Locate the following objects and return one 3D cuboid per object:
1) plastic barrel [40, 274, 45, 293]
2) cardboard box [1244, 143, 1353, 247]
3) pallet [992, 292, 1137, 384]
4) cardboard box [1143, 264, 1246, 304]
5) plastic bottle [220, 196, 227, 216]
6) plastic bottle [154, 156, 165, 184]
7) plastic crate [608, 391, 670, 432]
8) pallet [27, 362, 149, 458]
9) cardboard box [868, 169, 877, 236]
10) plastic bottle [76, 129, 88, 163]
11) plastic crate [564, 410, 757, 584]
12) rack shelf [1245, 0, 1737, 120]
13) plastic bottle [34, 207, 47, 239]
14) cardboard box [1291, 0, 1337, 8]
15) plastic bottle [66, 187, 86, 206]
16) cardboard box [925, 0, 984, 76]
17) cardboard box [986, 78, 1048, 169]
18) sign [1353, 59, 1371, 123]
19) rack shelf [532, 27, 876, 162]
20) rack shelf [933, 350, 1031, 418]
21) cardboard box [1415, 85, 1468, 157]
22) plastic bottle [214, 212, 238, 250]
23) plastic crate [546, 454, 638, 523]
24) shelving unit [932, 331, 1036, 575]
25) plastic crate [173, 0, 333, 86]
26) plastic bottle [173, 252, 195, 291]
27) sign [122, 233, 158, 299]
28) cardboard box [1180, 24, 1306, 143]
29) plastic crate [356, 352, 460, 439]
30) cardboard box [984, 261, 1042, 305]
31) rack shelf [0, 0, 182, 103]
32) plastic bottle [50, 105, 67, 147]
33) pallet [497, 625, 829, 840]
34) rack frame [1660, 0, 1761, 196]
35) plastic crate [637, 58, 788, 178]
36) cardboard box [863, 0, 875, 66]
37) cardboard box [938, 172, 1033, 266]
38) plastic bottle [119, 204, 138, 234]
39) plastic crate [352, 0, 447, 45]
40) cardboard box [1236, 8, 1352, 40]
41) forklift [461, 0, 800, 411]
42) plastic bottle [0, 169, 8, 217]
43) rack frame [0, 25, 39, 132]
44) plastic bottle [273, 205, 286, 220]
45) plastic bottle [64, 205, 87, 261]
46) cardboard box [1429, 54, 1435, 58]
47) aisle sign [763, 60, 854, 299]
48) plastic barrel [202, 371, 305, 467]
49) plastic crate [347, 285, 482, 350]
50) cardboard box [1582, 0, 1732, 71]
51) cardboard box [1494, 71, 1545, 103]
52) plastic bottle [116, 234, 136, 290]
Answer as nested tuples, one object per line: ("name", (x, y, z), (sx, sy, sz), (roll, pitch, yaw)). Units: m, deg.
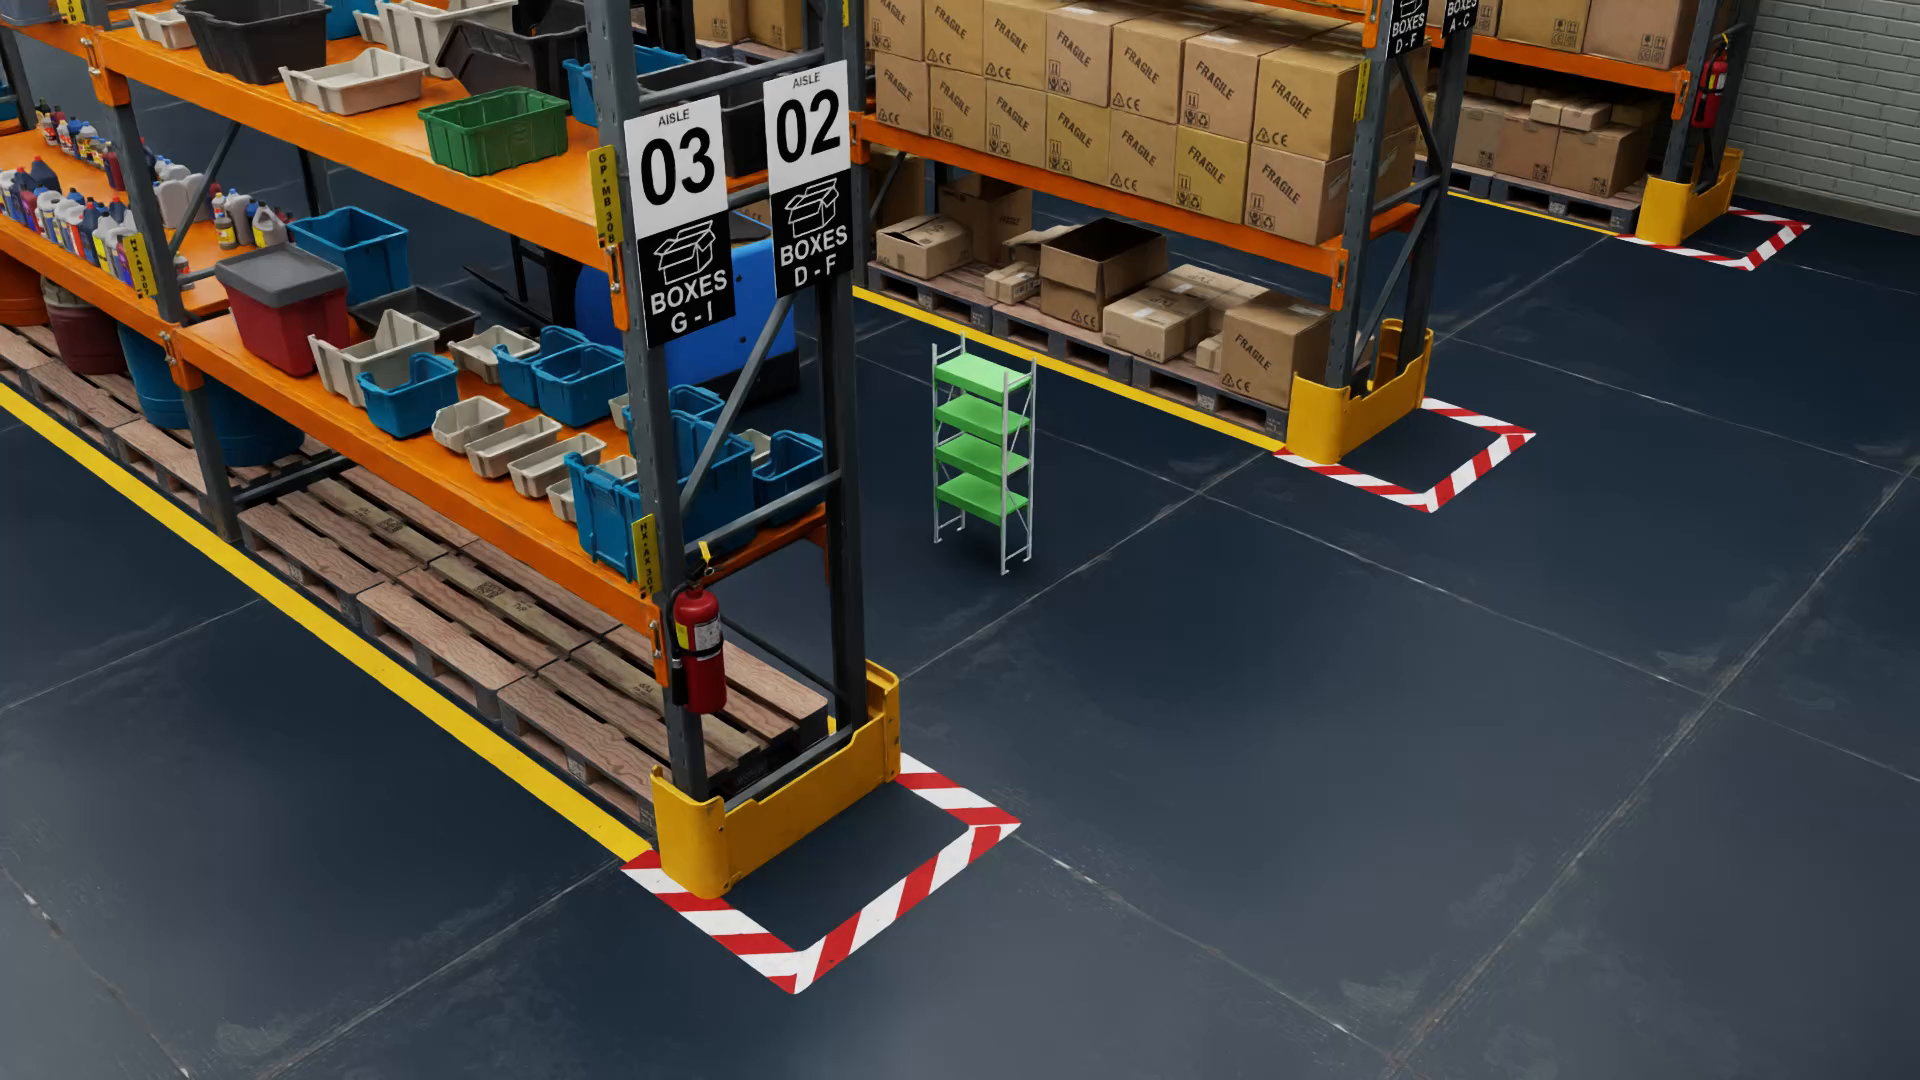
("plastic barrel", (-5.865, -1.643, 11.076), (0.421, 0.512, 0.421), (0, 31, 0))
("cardboard box", (2.025, -2.071, 9.685), (0.500, 0.500, 0.500), (26, 40, 36))
("pallet", (0.991, -1.506, 11.548), (1.213, 0.211, 1.003), (25, 39, 35))
("cardboard box", (1.586, -1.630, 11.289), (0.500, 0.250, 0.500), (25, 39, 35))
("plastic bottle", (-4.251, -1.900, 9.691), (0.097, 0.201, 0.097), (0, 31, 0))
("plastic bottle", (-4.838, -2.204, 10.128), (0.097, 0.271, 0.097), (0, 31, 0))
("plastic crate", (-1.434, -0.586, 7.512), (0.298, 0.136, 0.250), (25, 39, 35))
("pallet", (-5.205, -0.979, 10.672), (1.213, 0.211, 1.003), (25, 39, 35))
("cardboard box", (-0.984, -2.540, 12.558), (0.500, 0.500, 0.500), (25, 39, 35))
("plastic bottle", (-5.671, -2.563, 10.792), (0.097, 0.201, 0.097), (0, 31, 0))
("plastic crate", (-1.160, -0.170, 6.531), (0.499, 0.435, 0.616), (25, 39, 35))
("rack shelf", (4.378, -4.257, 14.110), (4.000, 0.370, 1.077), (25, 39, 35))
("plastic bottle", (-5.283, -1.854, 9.614), (0.097, 0.201, 0.097), (0, 31, 0))
("cardboard box", (3.287, -5.192, 14.675), (0.700, 0.700, 0.980), (26, 39, 36))
("plastic bottle", (-5.108, -1.908, 9.636), (0.097, 0.271, 0.097), (0, 31, 0))
("cardboard box", (0.117, -3.384, 10.896), (0.500, 0.500, 0.500), (24, 38, 34))
("cardboard box", (0.520, -2.774, 10.852), (0.500, 0.500, 0.500), (25, 39, 35))
("sign", (2.153, -2.403, 8.905), (0.005, 0.325, 0.100), (25, 39, 35))
("rack shelf", (-1.909, -3.745, 13.261), (4.000, 0.370, 1.077), (25, 39, 35))
("rack shelf", (0.123, -0.813, 8.631), (0.480, 0.148, 0.258), (25, 39, 35))
("cardboard box", (4.130, -3.714, 14.528), (0.500, 0.500, 0.700), (26, 40, 36))
("plastic bottle", (-4.181, -1.762, 9.461), (0.097, 0.201, 0.097), (0, 31, 0))
("plastic crate", (-1.513, -0.210, 6.888), (0.243, 0.136, 0.396), (25, 39, 35))
("shelving unit", (0.123, -0.457, 8.845), (0.503, 1.200, 0.258), (25, 39, 35))
("plastic crate", (-3.016, -2.163, 7.153), (0.590, 0.269, 0.497), (25, 39, 35))
("plastic bottle", (-4.192, -1.450, 8.944), (0.097, 0.201, 0.097), (0, 31, 0))
("sign", (-4.123, -1.377, 8.361), (0.005, 0.325, 0.100), (25, 39, 35))
("cardboard box", (1.650, -2.672, 9.713), (0.500, 0.500, 0.500), (26, 40, 36))
("plastic crate", (-2.482, -0.651, 7.527), (0.300, 0.233, 0.416), (25, 39, 35))
("cardboard box", (0.388, -1.813, 11.673), (0.250, 0.166, 0.380), (25, 39, 35))
("rack shelf", (-5.235, -3.138, 9.343), (4.000, 0.370, 1.077), (25, 39, 35))
("plastic bottle", (-5.961, -2.746, 11.017), (0.133, 0.283, 0.061), (25, 39, 35))
("pallet", (-1.372, 0.810, 7.700), (1.213, 0.211, 1.003), (25, 39, 35))
("rack frame", (5.861, -3.873, 12.775), (0.127, 3.000, 1.000), (25, 39, 35))
("plastic crate", (-0.885, -1.553, 6.140), (0.590, 0.269, 0.497), (25, 39, 35))
("cardboard box", (-0.627, -3.834, 12.206), (0.500, 0.500, 0.700), (12, 33, 19))
("cardboard box", (0.187, -2.390, 12.309), (0.500, 0.500, 0.500), (25, 39, 35))
("plastic bottle", (-4.557, -1.696, 9.206), (0.185, 0.351, 0.144), (25, 39, 35))
("plastic crate", (-2.554, -2.346, 7.586), (0.466, 0.136, 0.293), (25, 39, 35))
("cardboard box", (1.995, -2.881, 10.060), (0.500, 0.500, 0.500), (25, 39, 36))
("forklift", (-2.402, -2.632, 10.781), (1.130, 2.935, 3.031), (-25, 39, -35))
("plastic bottle", (-5.690, -2.074, 9.912), (0.097, 0.271, 0.097), (0, 31, 0))
("rack frame", (-6.718, -2.853, 11.081), (0.127, 3.000, 1.000), (25, 39, 35))
("plastic bottle", (-3.837, -1.755, 9.370), (0.133, 0.283, 0.061), (25, 39, 35))
("plastic bottle", (-4.906, -1.729, 9.334), (0.135, 0.276, 0.152), (25, 39, 35))
("cardboard box", (3.995, -4.199, 14.705), (0.250, 0.149, 0.380), (24, 38, 34))
("aisle sign", (-0.534, -1.287, 5.958), (0.004, 0.787, 0.394), (25, 39, 35))
("plastic barrel", (-4.144, -0.944, 9.538), (0.708, 0.901, 0.600), (25, 39, 35))
("plastic crate", (-2.742, -1.092, 8.364), (0.590, 0.125, 0.437), (25, 39, 35))
("cardboard box", (5.476, -4.174, 12.984), (0.700, 0.700, 0.980), (27, 40, 37))
("cardboard box", (4.751, -3.846, 14.118), (0.250, 0.149, 0.380), (26, 39, 36))
("plastic bottle", (-4.464, -1.494, 8.937), (0.133, 0.283, 0.061), (25, 39, 35))
